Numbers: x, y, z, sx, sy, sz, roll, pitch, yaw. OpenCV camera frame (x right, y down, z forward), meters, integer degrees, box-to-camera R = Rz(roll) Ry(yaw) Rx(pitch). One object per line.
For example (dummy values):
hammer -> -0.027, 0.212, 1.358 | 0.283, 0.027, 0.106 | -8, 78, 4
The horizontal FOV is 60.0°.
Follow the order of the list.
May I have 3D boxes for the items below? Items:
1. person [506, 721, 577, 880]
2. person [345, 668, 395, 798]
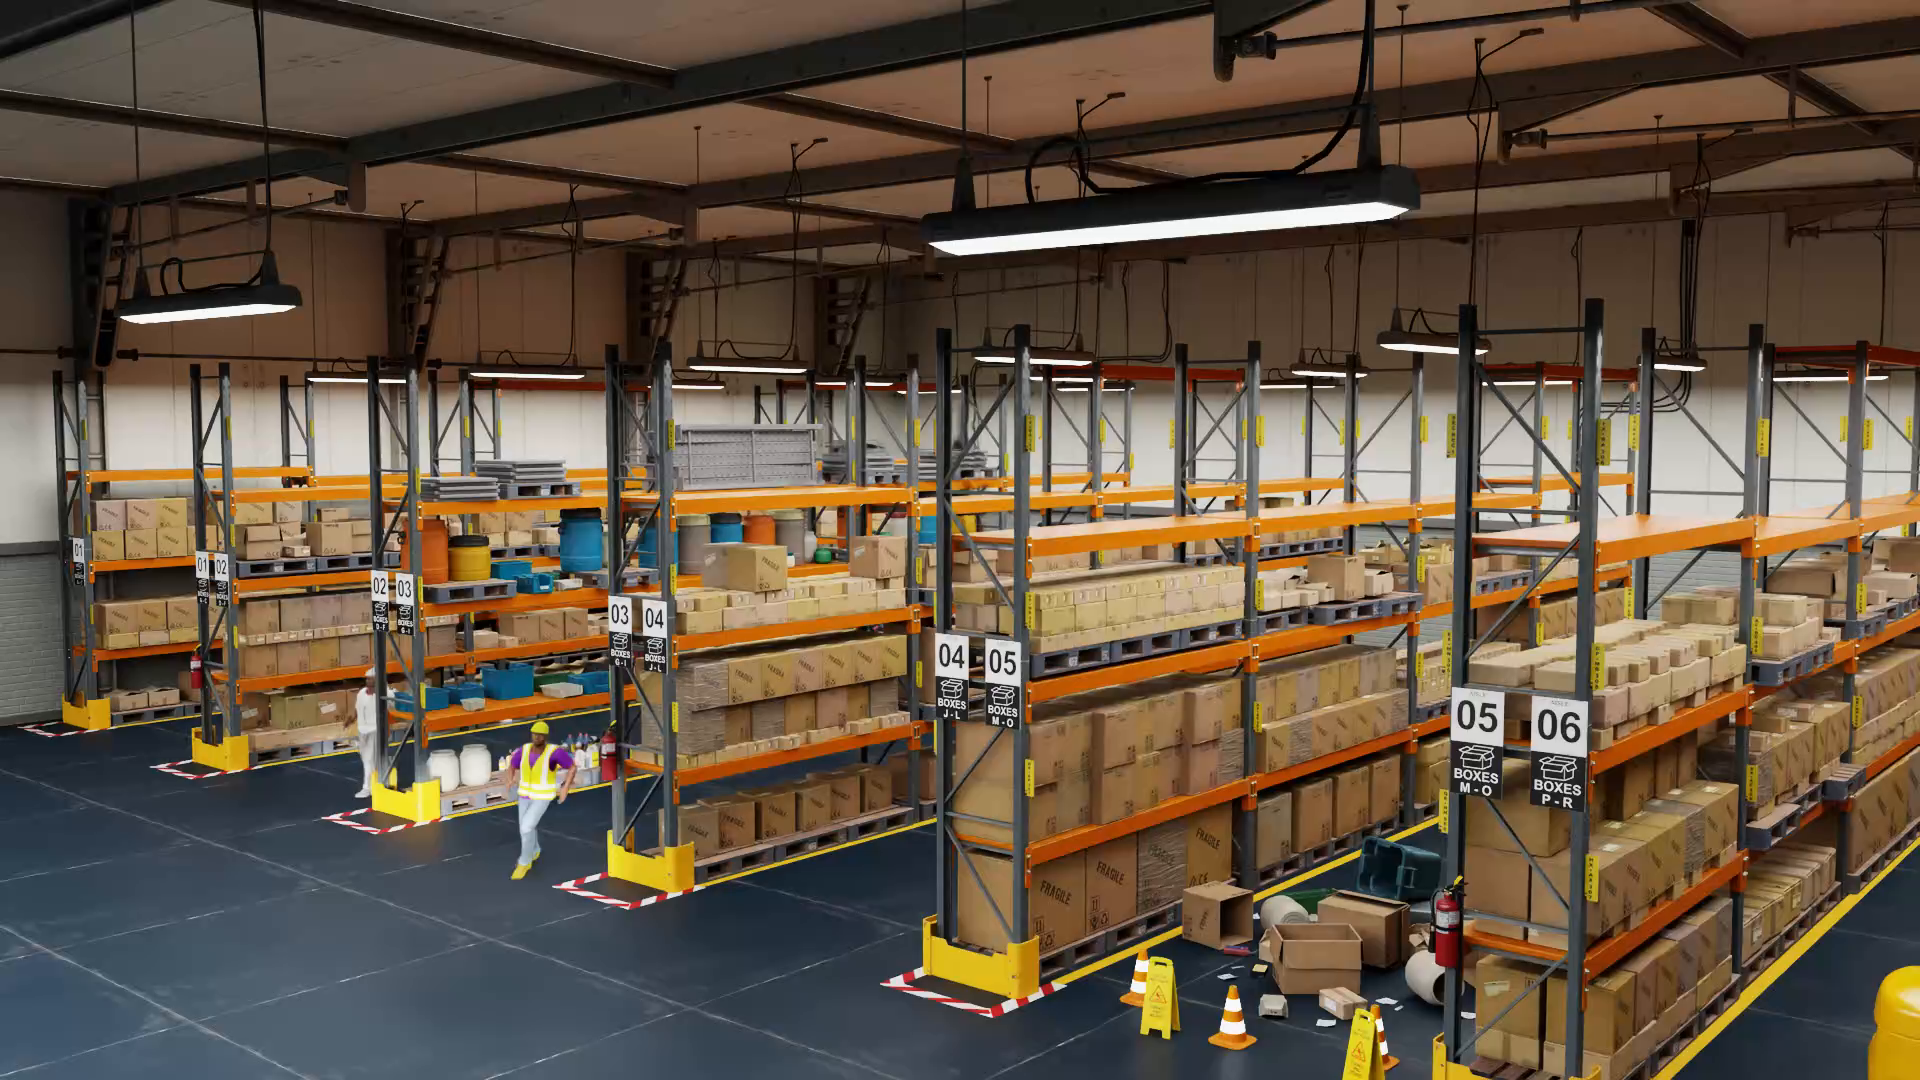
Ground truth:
person -> -4.808, 2.941, 18.917 | 0.761, 1.786, 0.690 | 1, 4, 20
person -> -8.096, 2.639, 23.023 | 0.701, 1.748, 0.831 | 2, 4, 21
